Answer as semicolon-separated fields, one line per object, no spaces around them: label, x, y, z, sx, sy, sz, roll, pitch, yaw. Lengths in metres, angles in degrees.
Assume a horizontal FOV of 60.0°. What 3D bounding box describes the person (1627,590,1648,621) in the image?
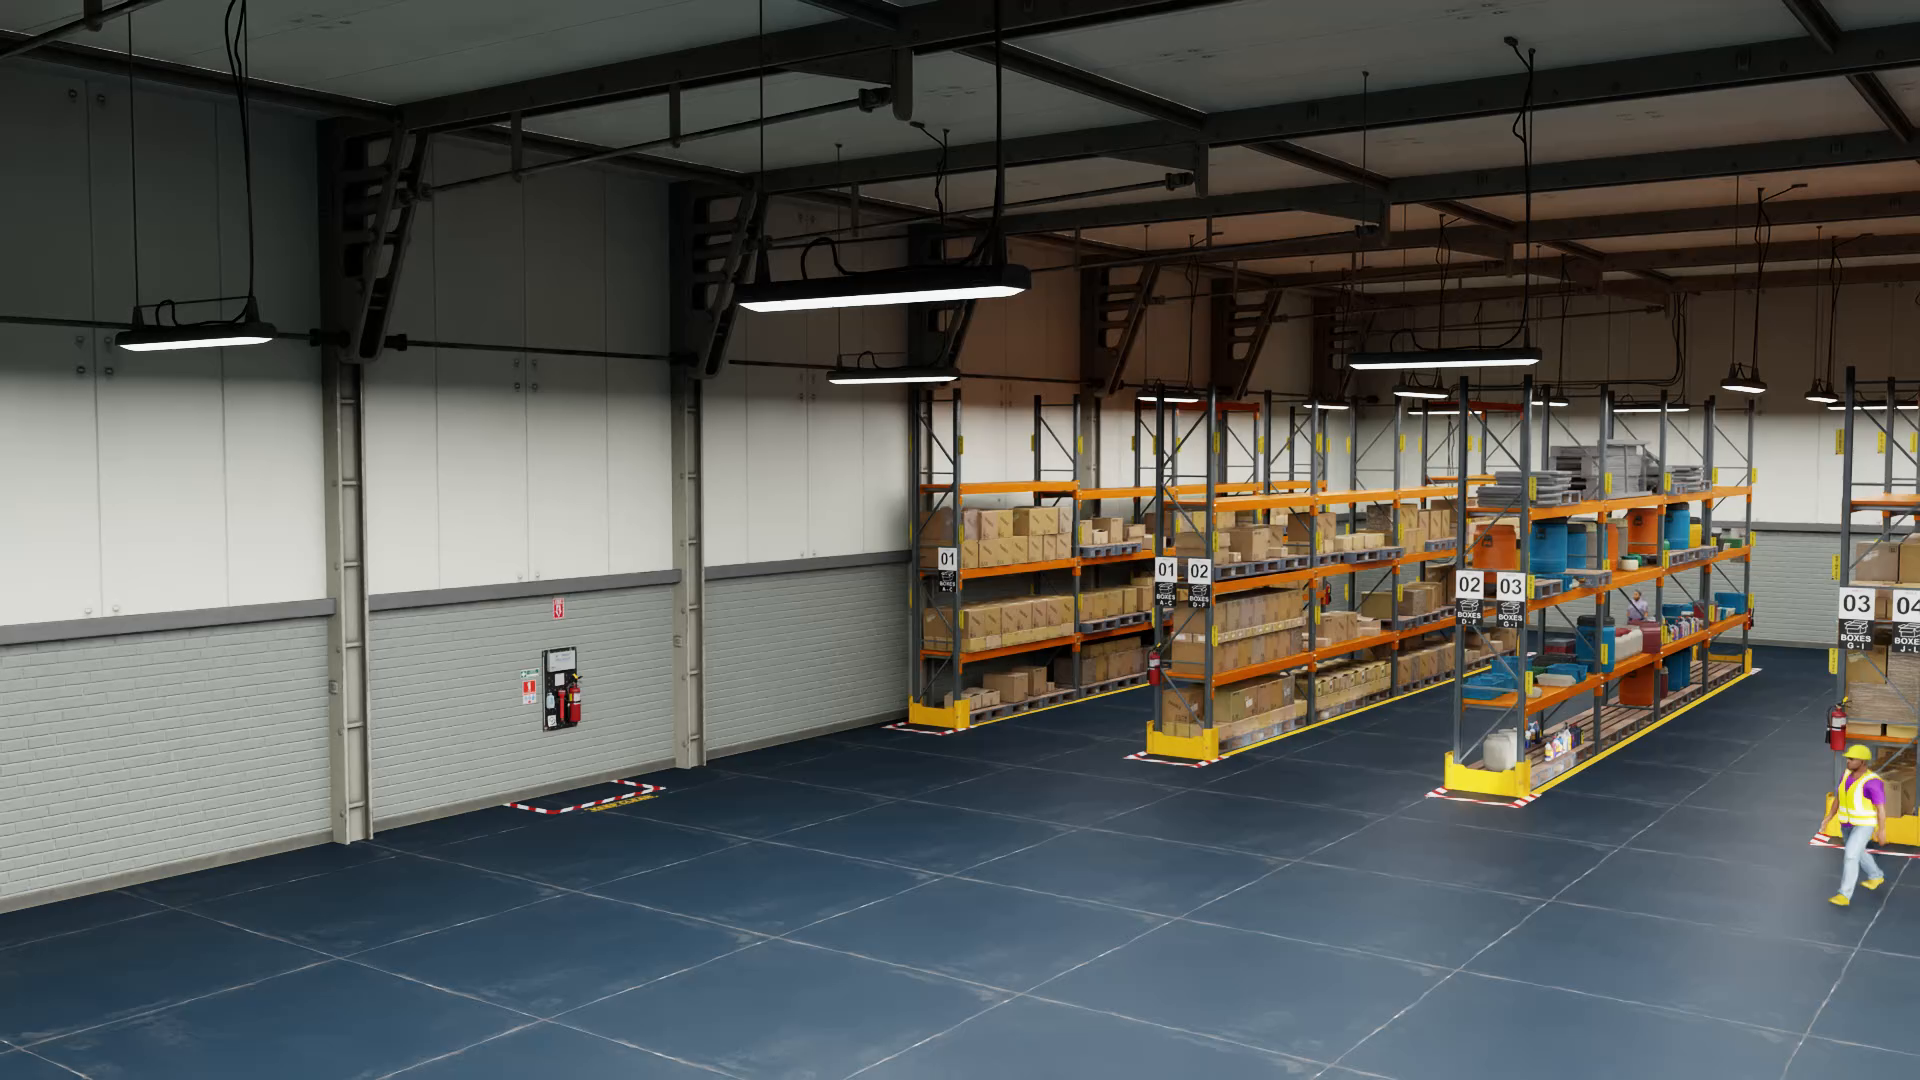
person;15.897;1.957;39.061;0.495;1.585;1.038;2;4;36

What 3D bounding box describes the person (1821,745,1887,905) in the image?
person;9.839;3.094;18.222;1.095;1.716;0.649;-2;4;-25
